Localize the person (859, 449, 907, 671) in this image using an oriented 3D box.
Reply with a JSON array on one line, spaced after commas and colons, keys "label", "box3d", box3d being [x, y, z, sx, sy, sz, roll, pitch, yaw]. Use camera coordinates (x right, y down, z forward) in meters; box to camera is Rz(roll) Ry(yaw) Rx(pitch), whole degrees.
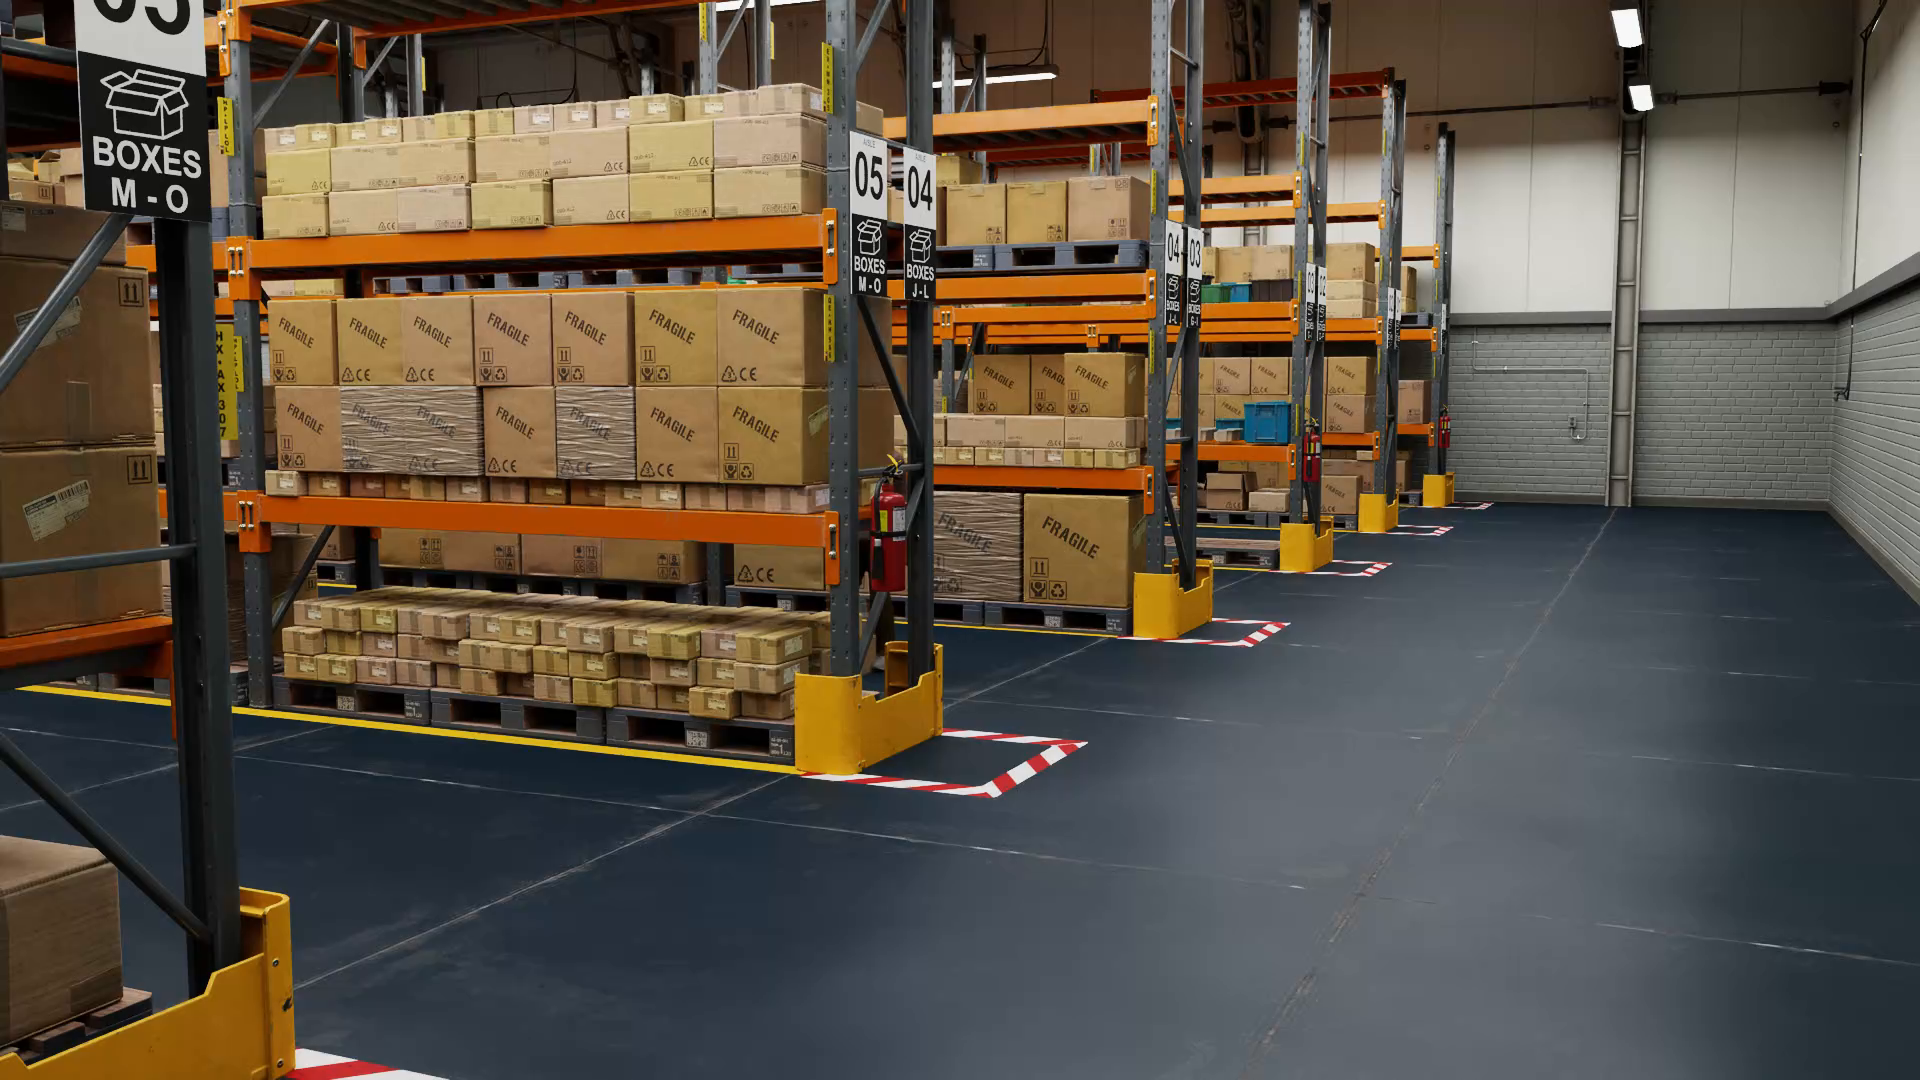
[{"label": "person", "box3d": [-0.636, 0.001, 11.463, 0.647, 1.772, 0.429, 2, 6, 20]}]
